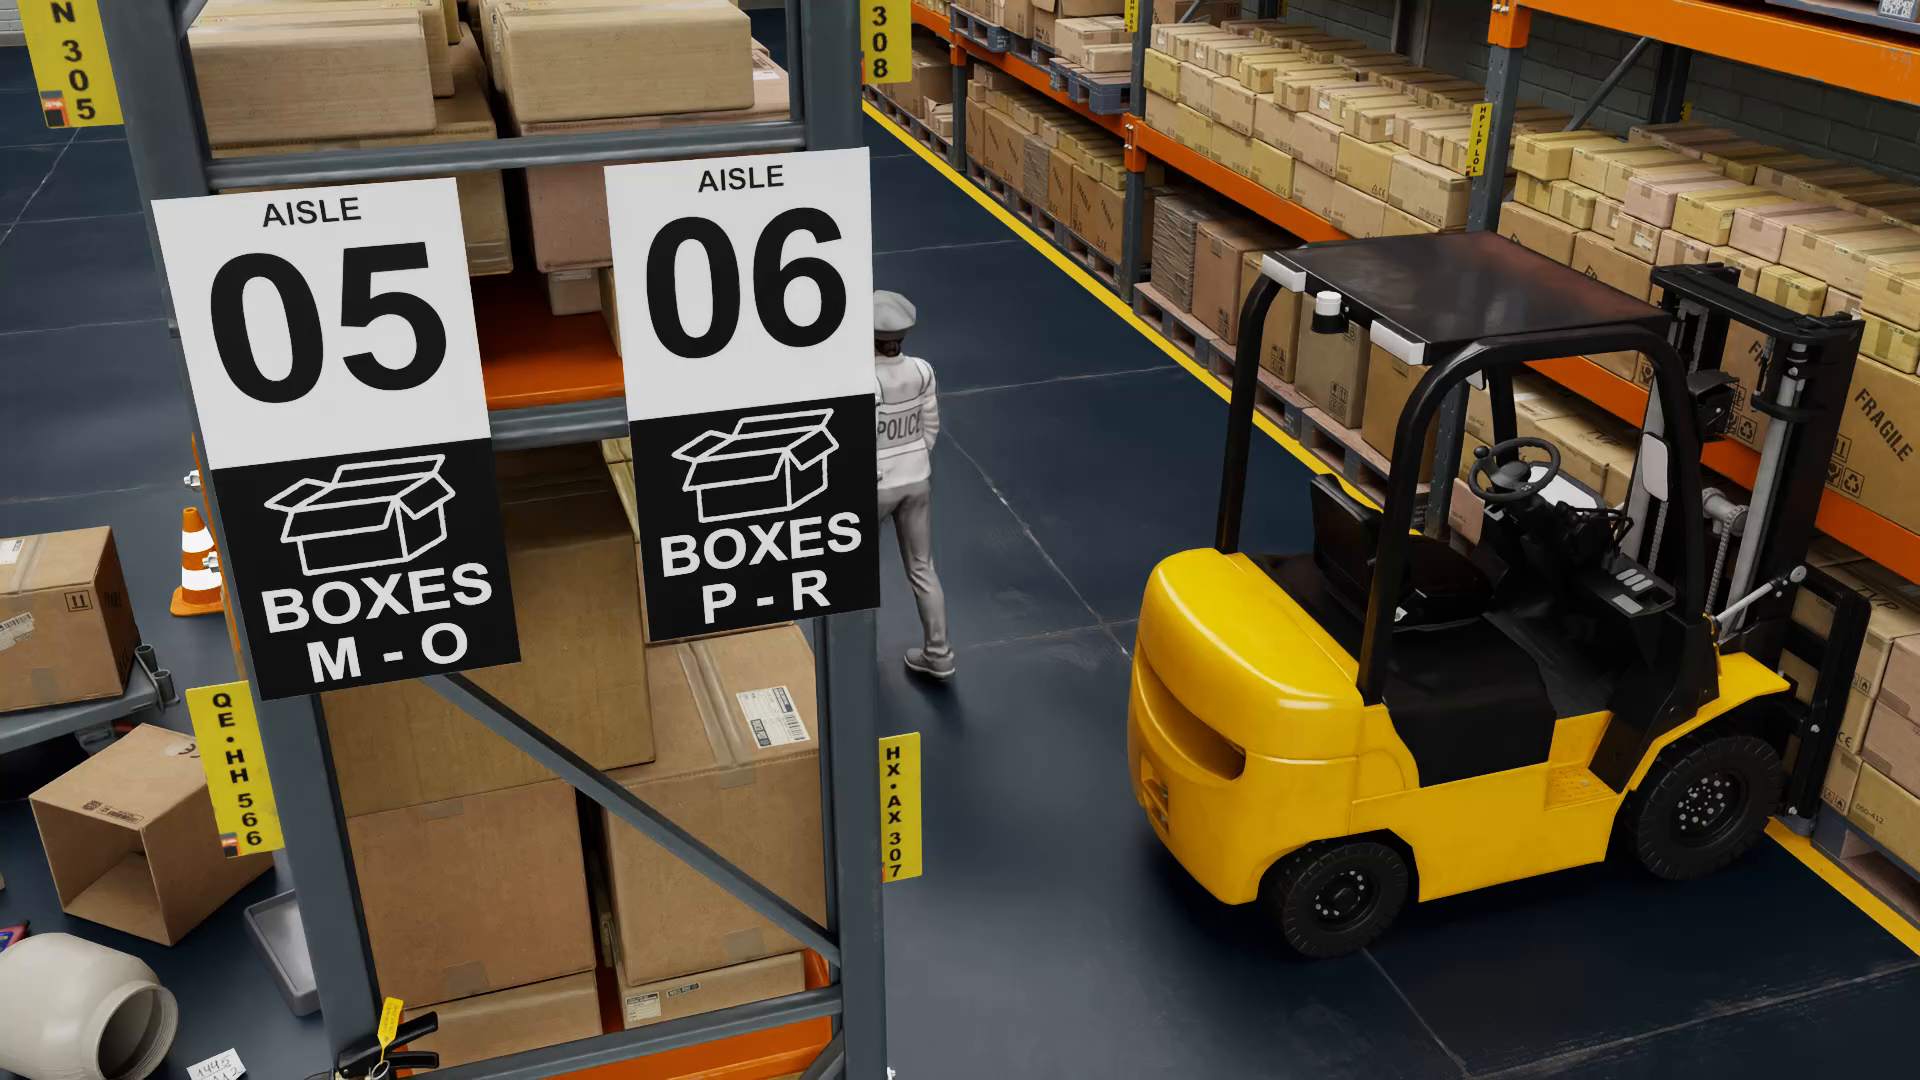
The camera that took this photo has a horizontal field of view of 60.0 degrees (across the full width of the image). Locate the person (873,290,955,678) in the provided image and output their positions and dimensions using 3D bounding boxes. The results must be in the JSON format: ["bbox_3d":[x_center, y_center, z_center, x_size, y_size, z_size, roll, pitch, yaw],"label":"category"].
[{"bbox_3d":[-0.315,-0.269,7.127,0.514,1.641,0.905,-17,31,-31],"label":"person"}]
